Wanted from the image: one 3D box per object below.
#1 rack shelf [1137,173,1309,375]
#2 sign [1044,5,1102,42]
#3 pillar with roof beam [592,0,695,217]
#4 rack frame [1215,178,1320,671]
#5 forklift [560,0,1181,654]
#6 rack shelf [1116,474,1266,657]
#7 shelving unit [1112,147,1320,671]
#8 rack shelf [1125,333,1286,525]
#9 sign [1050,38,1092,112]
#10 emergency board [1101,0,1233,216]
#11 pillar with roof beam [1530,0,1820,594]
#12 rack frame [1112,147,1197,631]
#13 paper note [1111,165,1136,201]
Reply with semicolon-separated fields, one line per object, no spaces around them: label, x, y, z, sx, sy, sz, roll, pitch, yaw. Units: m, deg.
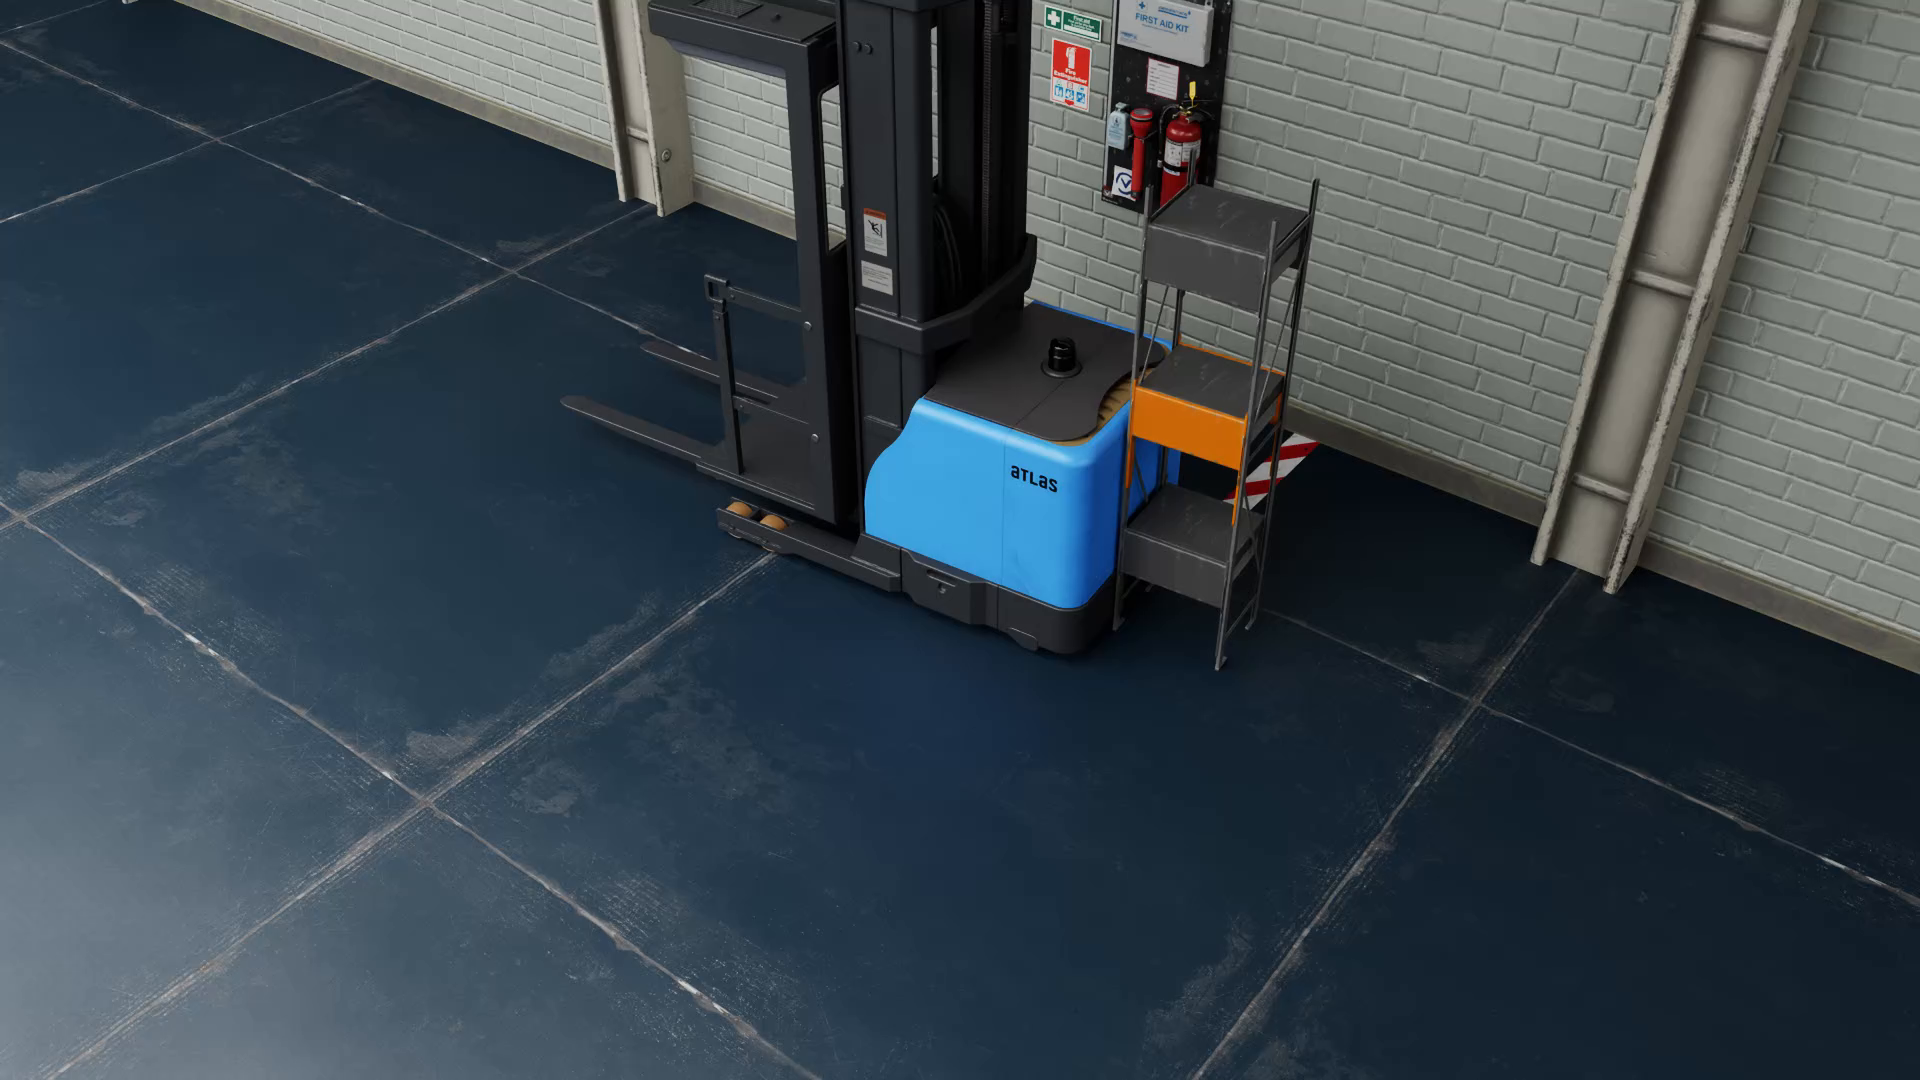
rack shelf;0.984;-0.998;6.208;0.480;0.518;0.431;21;43;24
sign;0.545;-2.503;8.055;0.331;0.109;0.001;25;45;29
pillar with roof beam;-4.518;-3.586;5.031;0.400;9.000;9.100;25;45;29
rack frame;1.191;-0.378;6.530;0.015;2.100;0.400;21;43;24
forklift;-0.531;-1.356;7.104;3.031;2.935;1.130;21;43;24
rack shelf;0.984;0.105;7.071;0.480;0.518;0.431;21;43;24
shelving unit;0.984;-0.457;6.631;0.503;2.100;0.431;21;43;24
rack shelf;0.984;-0.446;6.639;0.480;0.518;0.431;21;43;24
sign;0.547;-2.301;8.226;0.234;0.329;0.001;25;45;29
emergency board;0.923;-2.029;7.908;0.643;1.169;0.194;25;45;29
pillar with roof beam;0.248;-1.339;2.160;0.400;9.000;9.100;25;45;29
rack frame;0.776;-0.536;6.731;0.015;2.100;0.400;21;43;24
paper note;0.825;-1.782;8.308;0.142;0.148;0.016;25;45;29
